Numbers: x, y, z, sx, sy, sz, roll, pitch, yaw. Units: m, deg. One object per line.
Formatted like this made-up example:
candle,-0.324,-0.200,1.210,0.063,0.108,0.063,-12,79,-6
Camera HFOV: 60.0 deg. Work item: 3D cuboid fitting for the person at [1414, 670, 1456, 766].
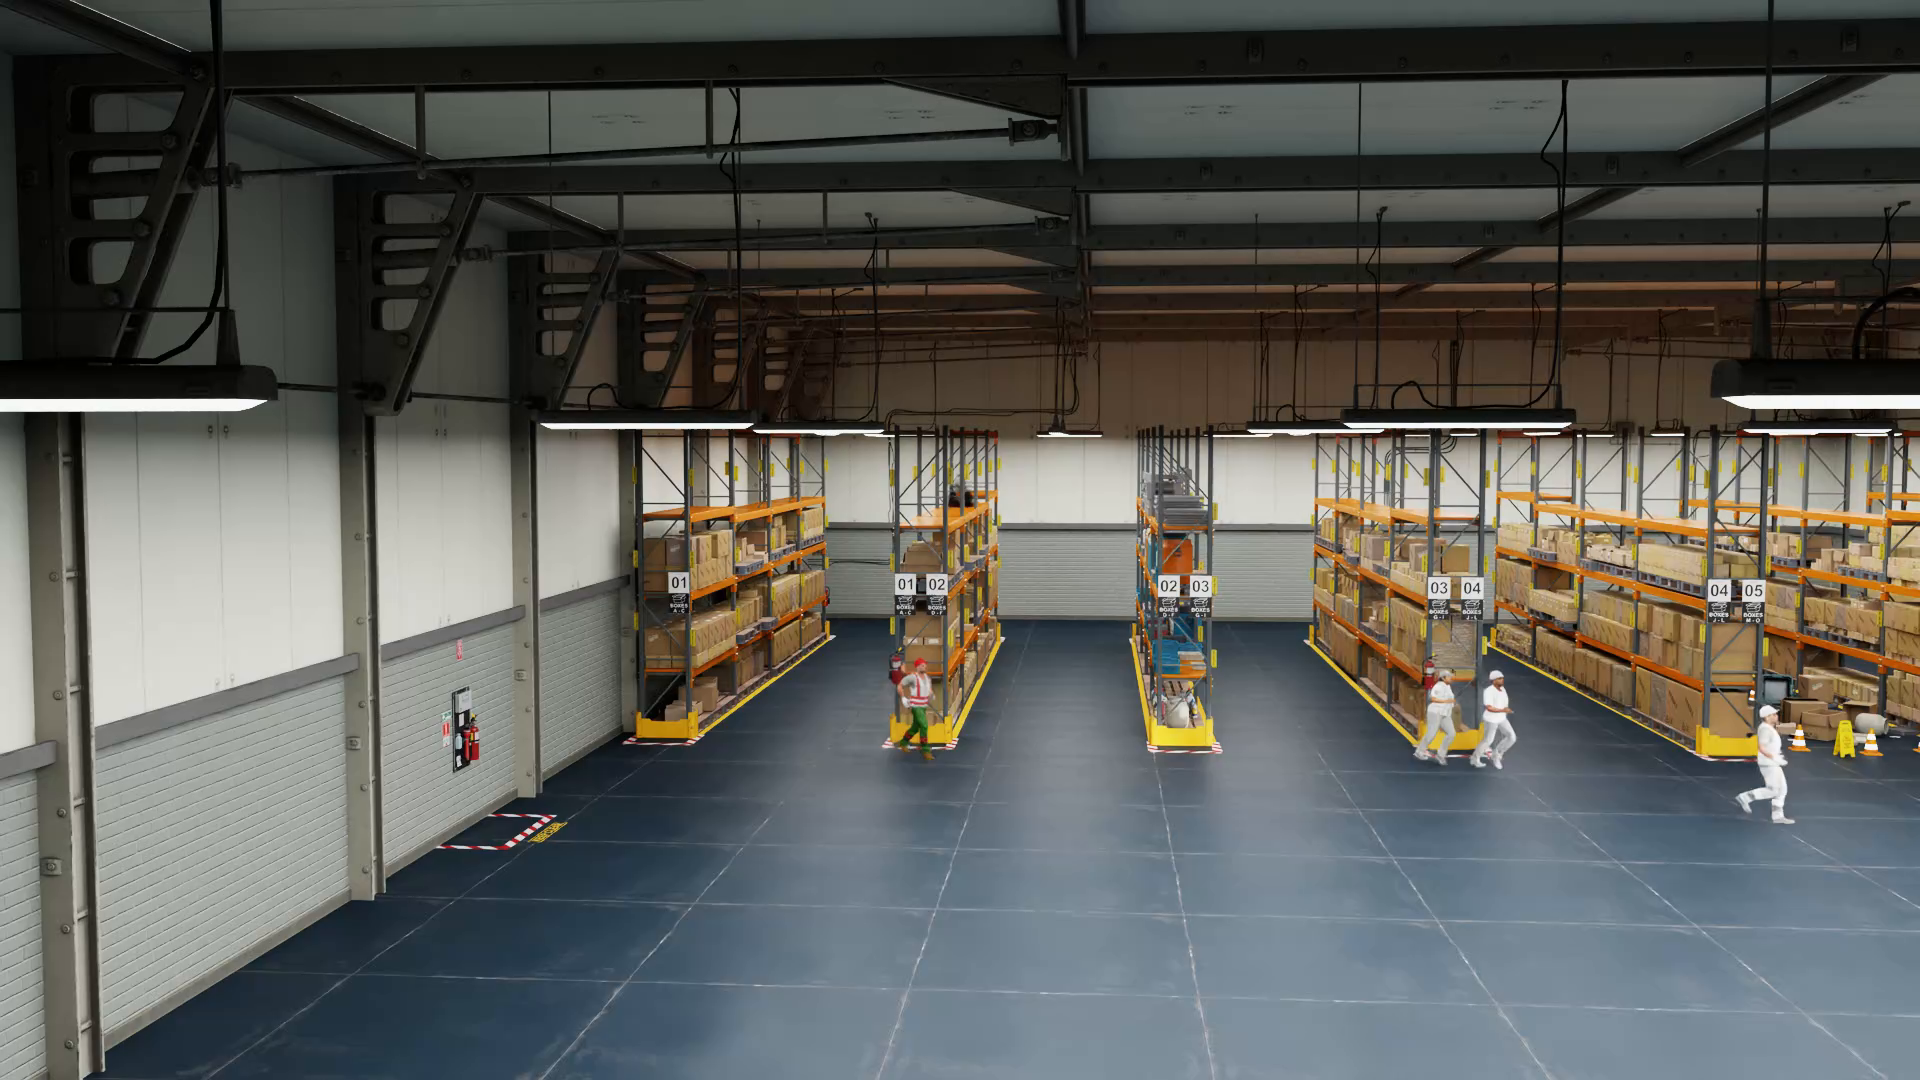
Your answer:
person,8.522,3.146,29.525,0.635,1.692,0.694,-3,4,-38

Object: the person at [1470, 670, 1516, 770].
person,9.277,3.107,28.757,0.717,1.732,0.844,-3,4,-38

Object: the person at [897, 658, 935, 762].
person,-0.743,3.026,29.954,0.898,1.813,0.680,2,4,35

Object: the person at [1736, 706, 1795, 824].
person,12.046,3.346,24.824,0.806,1.757,0.674,2,4,29
